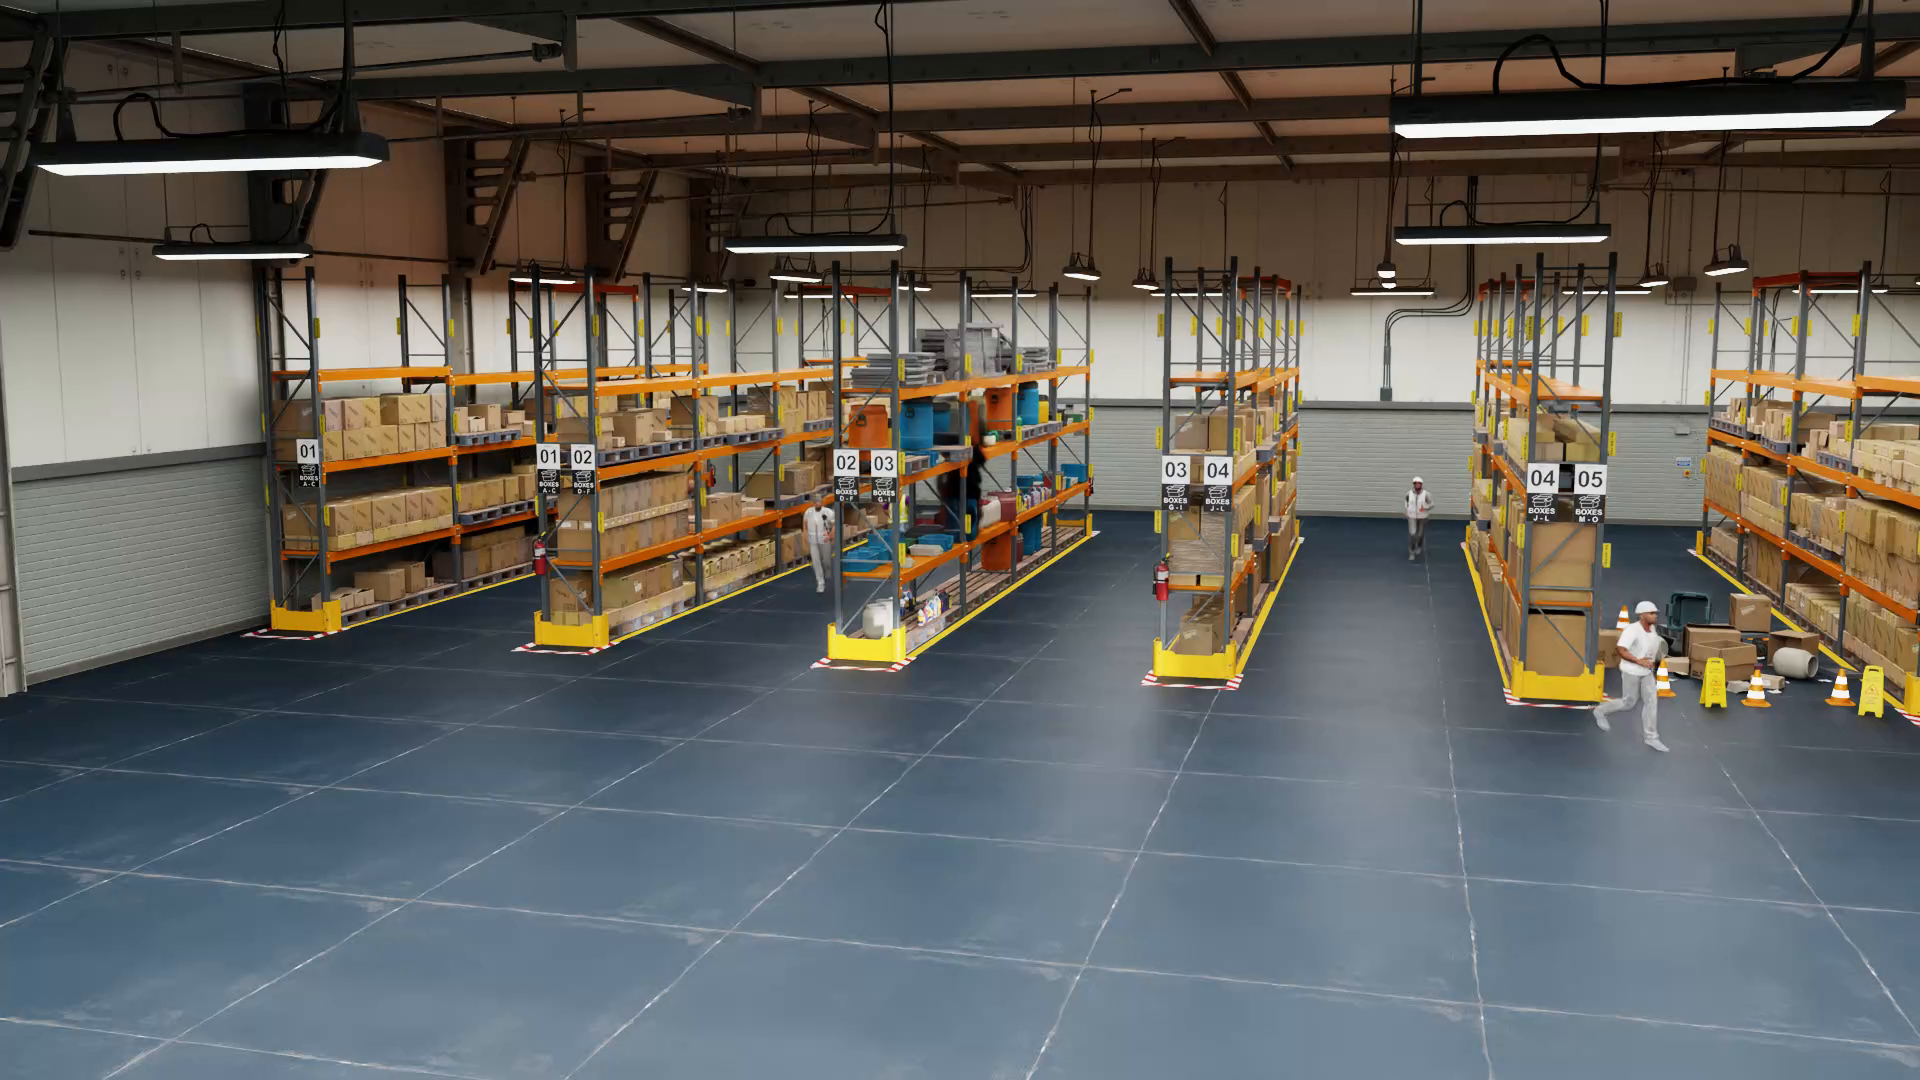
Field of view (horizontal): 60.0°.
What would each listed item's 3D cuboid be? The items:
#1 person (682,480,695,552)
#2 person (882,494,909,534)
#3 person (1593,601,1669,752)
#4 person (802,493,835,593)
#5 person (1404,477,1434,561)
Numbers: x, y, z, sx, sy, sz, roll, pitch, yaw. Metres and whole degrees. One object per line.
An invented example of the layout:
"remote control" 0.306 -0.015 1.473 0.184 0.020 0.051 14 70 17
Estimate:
"person" -5.836 -0.420 36.089 0.640 1.785 0.799 1 7 4
"person" -1.331 -0.365 35.460 0.683 1.717 0.685 1 7 11
"person" 8.140 1.596 20.057 0.723 1.757 1.012 -5 9 -36
"person" -2.543 0.019 30.251 0.688 1.779 0.821 1 7 7
"person" 10.001 -0.474 36.265 0.650 1.823 0.814 2 8 19
